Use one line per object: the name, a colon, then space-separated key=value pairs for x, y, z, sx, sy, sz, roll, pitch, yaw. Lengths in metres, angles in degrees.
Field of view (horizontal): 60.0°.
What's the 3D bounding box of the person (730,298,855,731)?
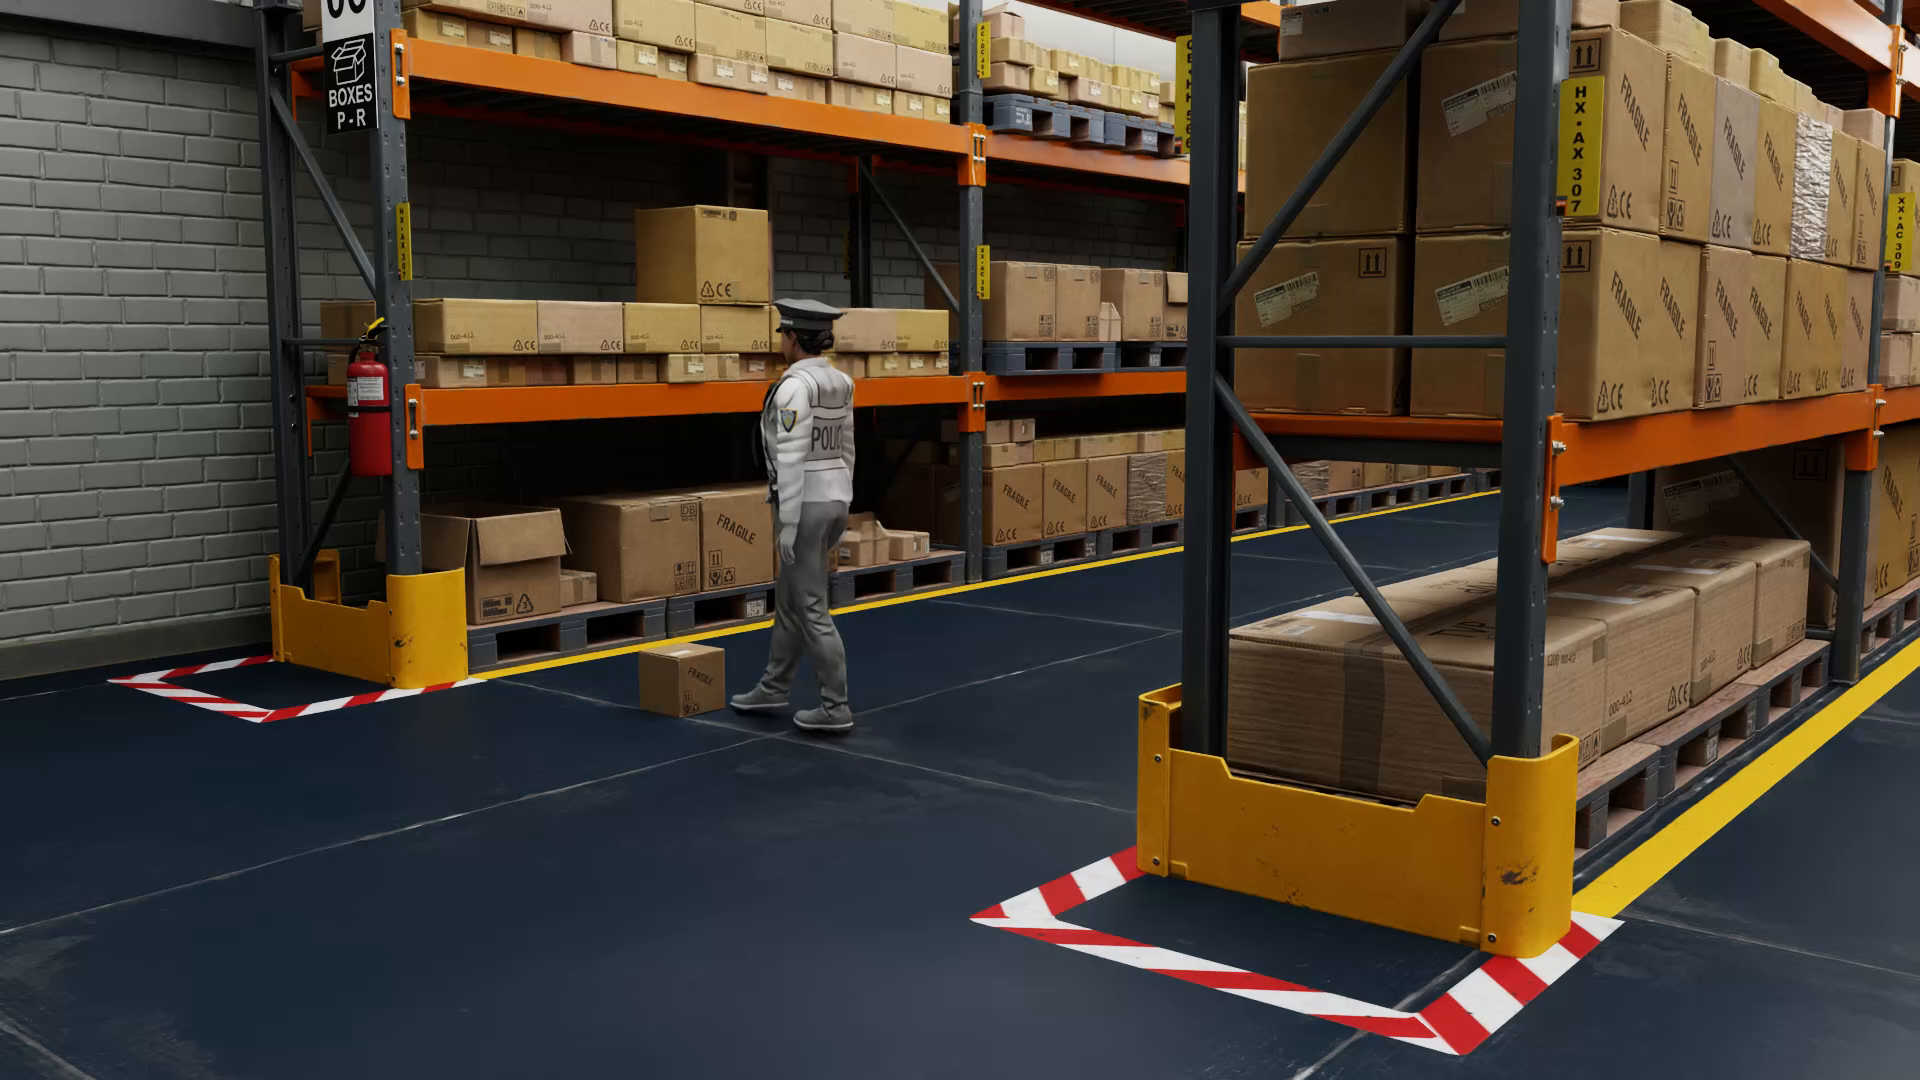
person: x=-0.701 y=-0.102 z=6.471 sx=0.647 sy=1.663 sz=0.507 roll=3 pitch=7 yaw=23
